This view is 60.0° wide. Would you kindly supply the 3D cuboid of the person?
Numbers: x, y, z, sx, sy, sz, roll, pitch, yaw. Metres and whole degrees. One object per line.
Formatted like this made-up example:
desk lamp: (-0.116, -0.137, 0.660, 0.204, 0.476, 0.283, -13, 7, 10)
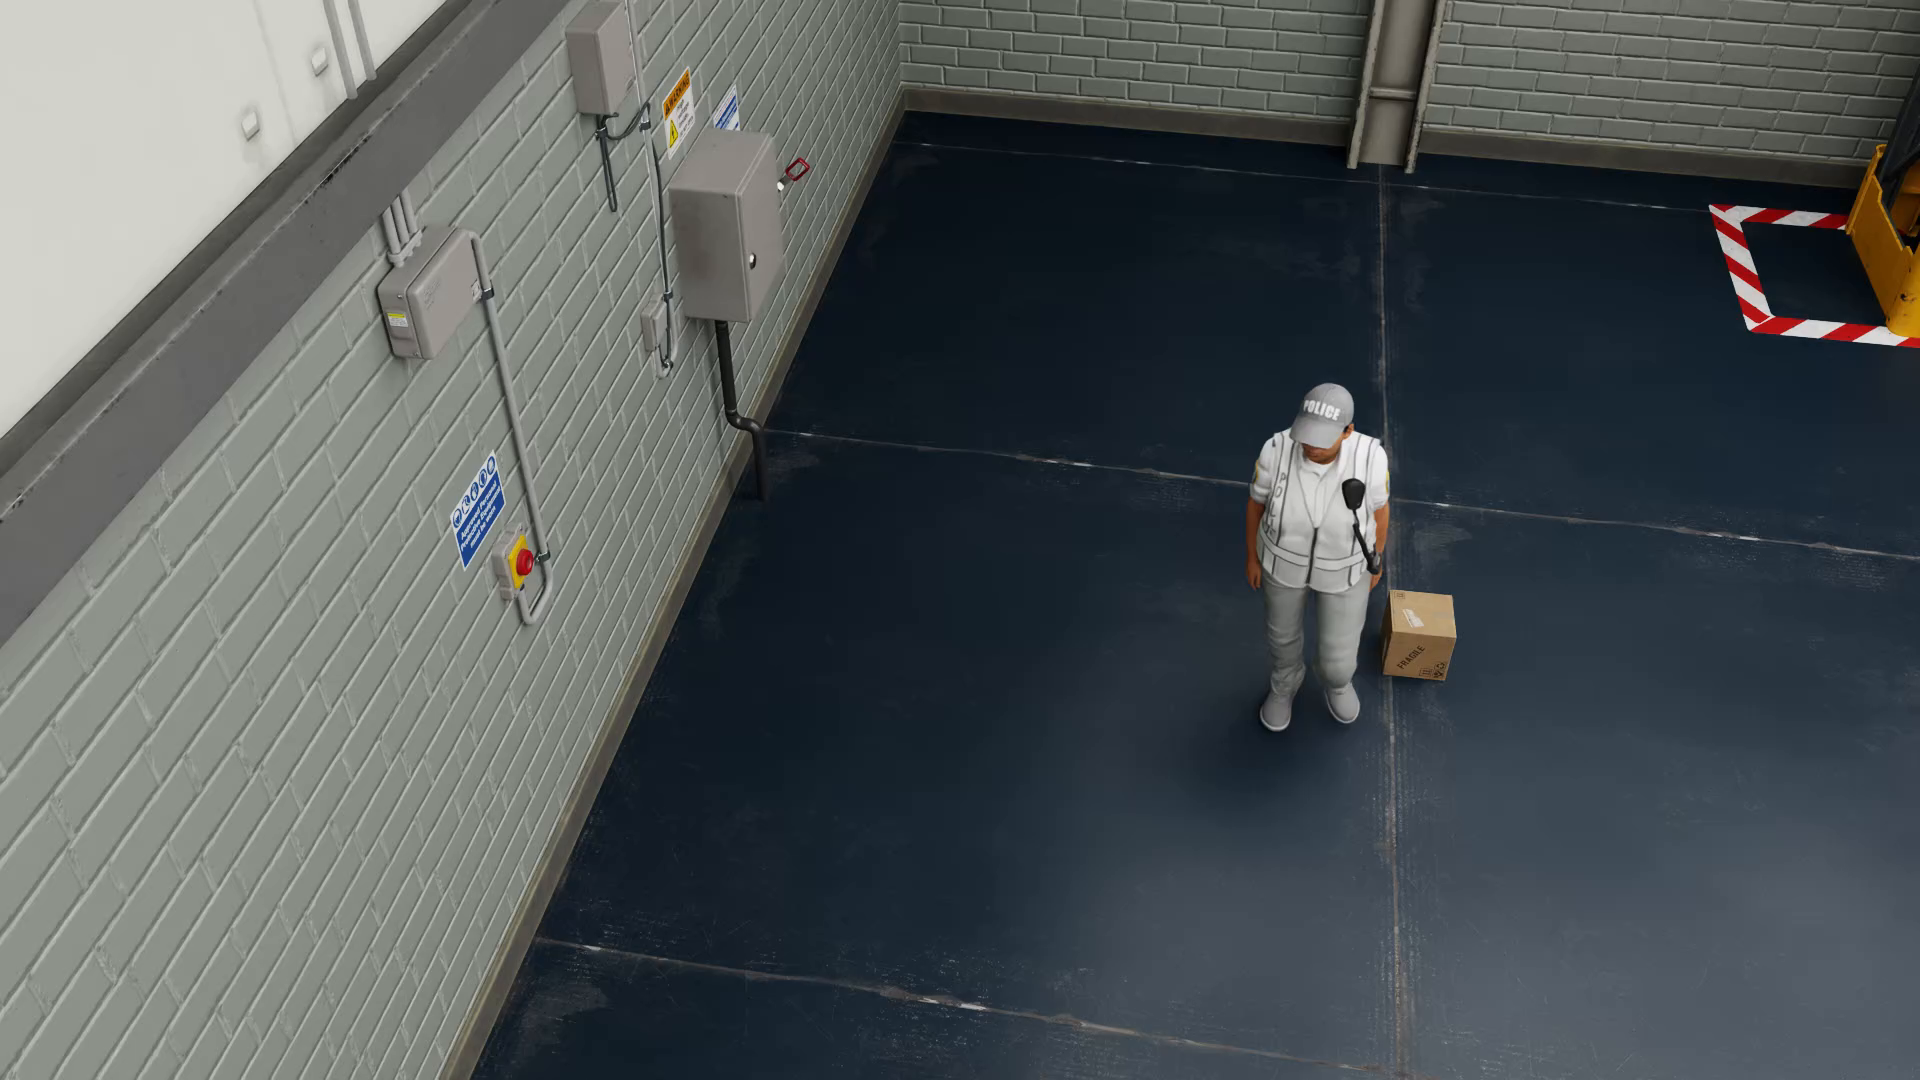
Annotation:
person: (1.281, 0.097, 6.027, 0.540, 1.652, 0.490, 13, 42, 14)
